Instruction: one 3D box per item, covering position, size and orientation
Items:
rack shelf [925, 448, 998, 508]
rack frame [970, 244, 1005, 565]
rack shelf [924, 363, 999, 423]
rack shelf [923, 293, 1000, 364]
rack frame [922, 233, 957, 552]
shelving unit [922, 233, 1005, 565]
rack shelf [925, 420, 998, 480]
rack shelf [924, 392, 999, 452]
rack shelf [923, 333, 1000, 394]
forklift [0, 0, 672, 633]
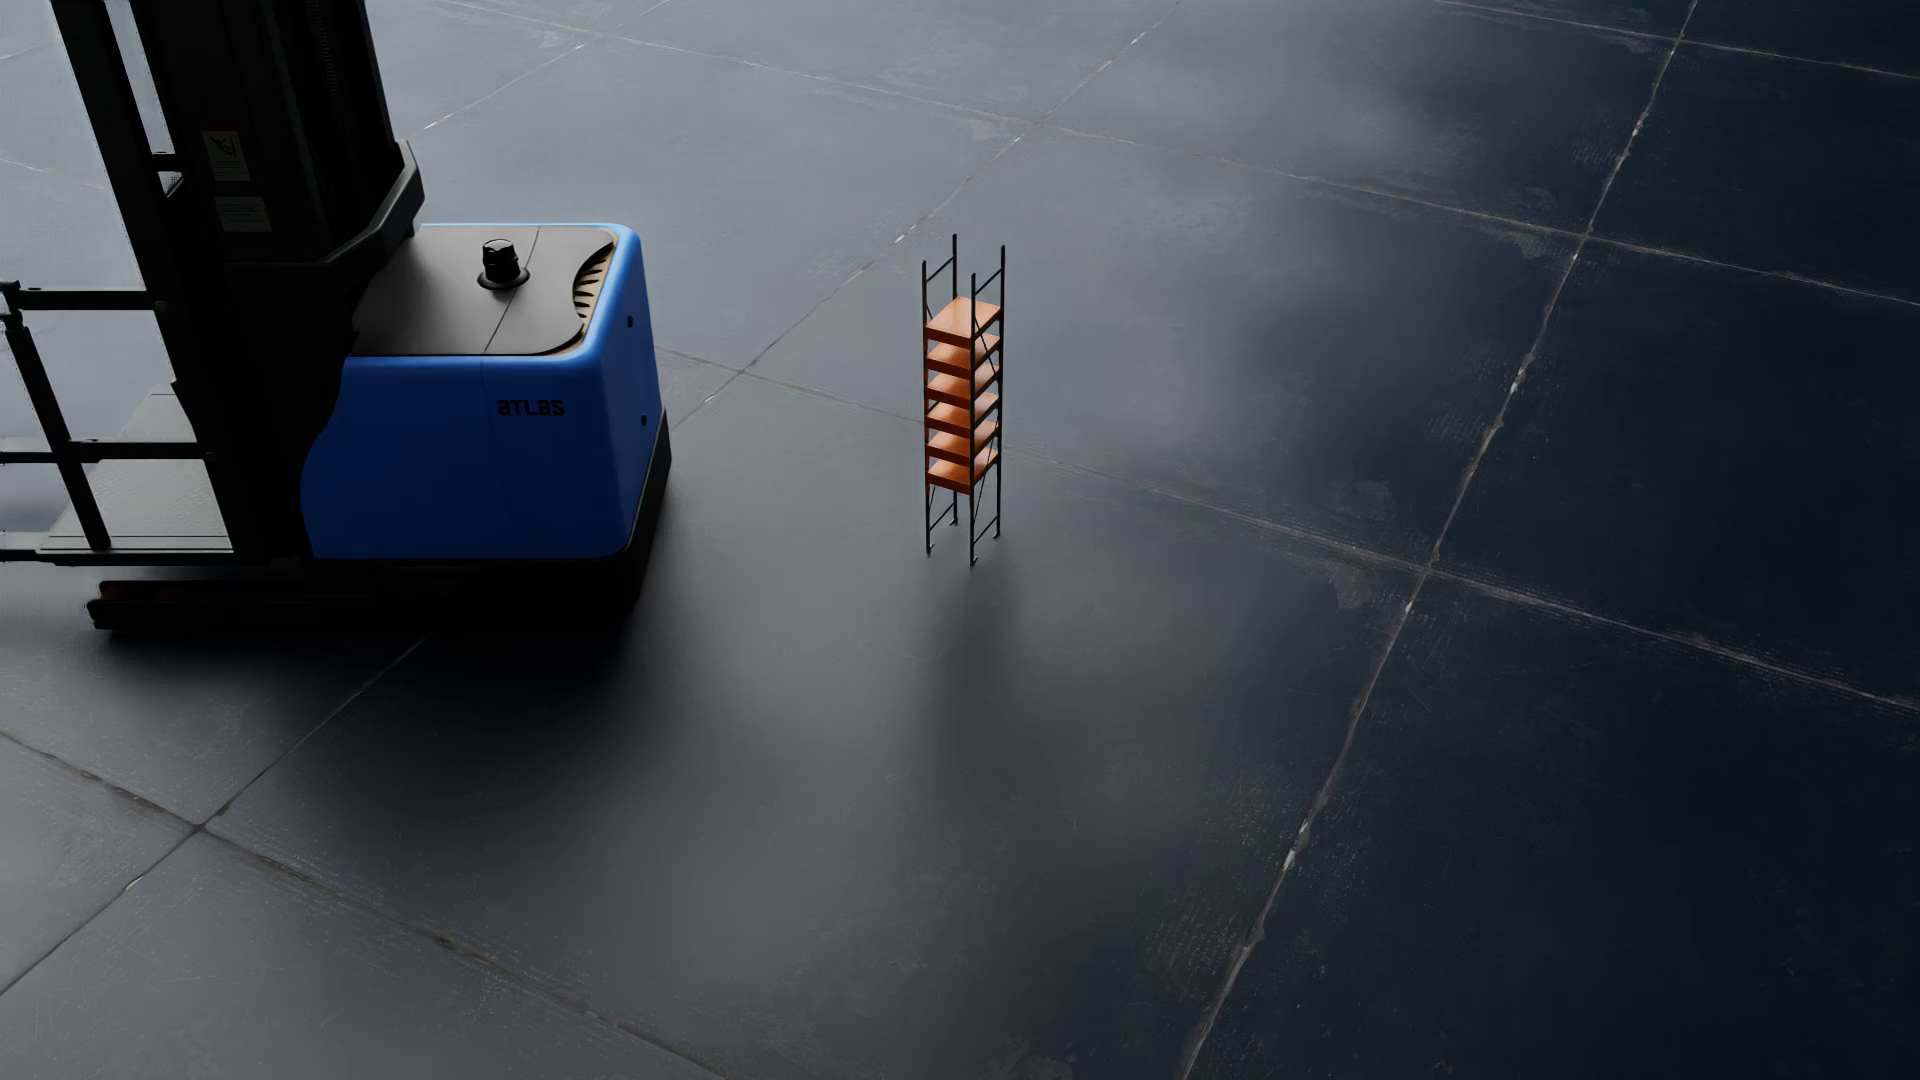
[{"bbox_3d":[0.013,-0.247,6.054,0.180,0.103,0.258,17,41,21],"label":"rack shelf"},{"bbox_3d":[0.094,-0.448,5.848,0.006,1.200,0.240,17,41,21],"label":"rack frame"},{"bbox_3d":[0.013,-0.534,5.836,0.180,0.103,0.258,17,41,21],"label":"rack shelf"},{"bbox_3d":[0.013,-0.725,5.691,0.180,0.103,0.258,17,41,21],"label":"rack shelf"},{"bbox_3d":[-0.068,-0.499,5.915,0.006,1.200,0.240,17,41,21],"label":"rack frame"},{"bbox_3d":[0.013,-0.474,5.882,0.189,1.200,0.258,17,41,21],"label":"shelving unit"},{"bbox_3d":[0.013,-0.343,5.981,0.180,0.103,0.258,17,41,21],"label":"rack shelf"},{"bbox_3d":[0.013,-0.438,5.909,0.180,0.103,0.258,17,41,21],"label":"rack shelf"},{"bbox_3d":[0.013,-0.630,5.764,0.180,0.103,0.258,17,41,21],"label":"rack shelf"},{"bbox_3d":[-2.647,-1.164,5.360,3.031,2.935,1.130,0,37,0],"label":"forklift"}]
